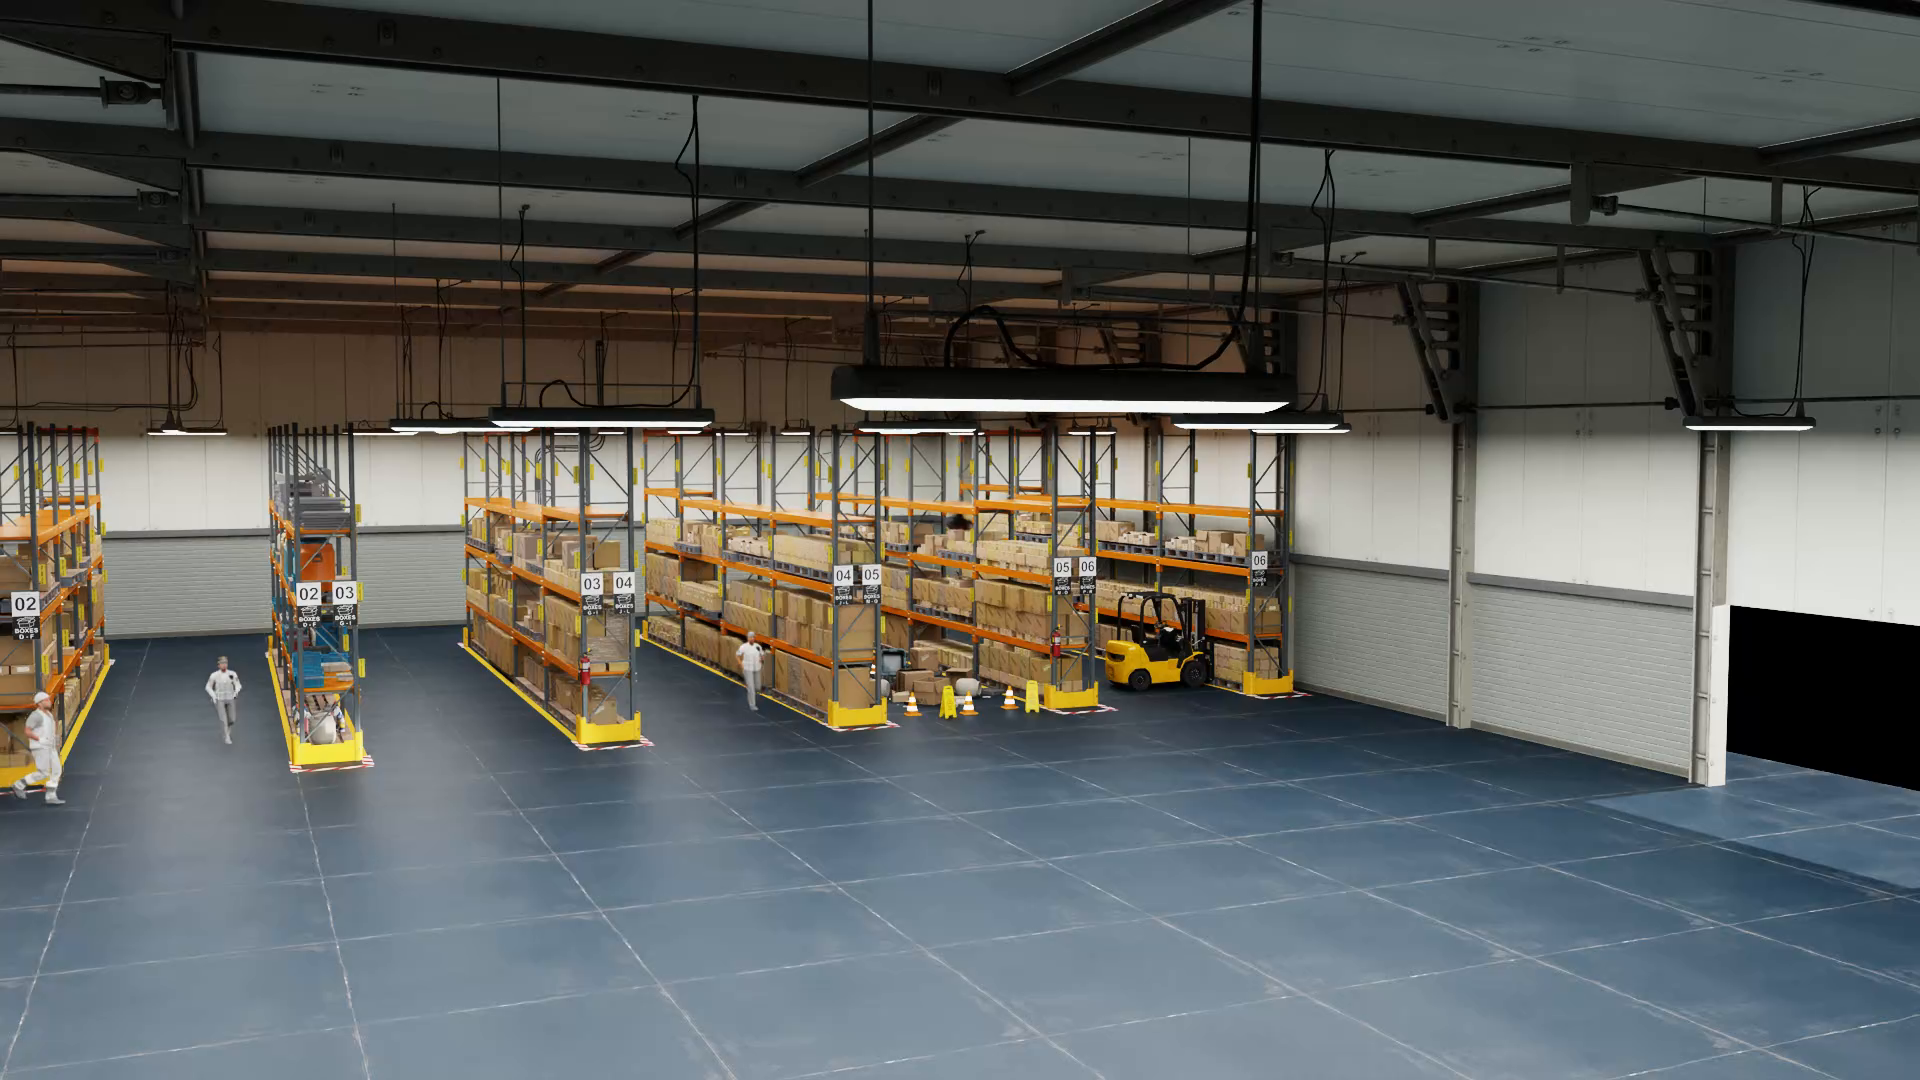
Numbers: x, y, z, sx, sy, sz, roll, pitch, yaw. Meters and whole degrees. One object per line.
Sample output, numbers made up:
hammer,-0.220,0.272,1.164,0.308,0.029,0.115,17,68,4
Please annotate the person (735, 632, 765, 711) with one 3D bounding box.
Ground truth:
person,-4.425,2.754,35.193,0.620,1.634,0.823,-2,4,-28

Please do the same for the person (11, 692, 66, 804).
person,-14.389,3.258,26.009,0.794,1.760,0.673,0,3,-4

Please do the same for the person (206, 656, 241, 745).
person,-13.803,2.989,31.183,0.606,1.653,0.599,-2,4,-34
